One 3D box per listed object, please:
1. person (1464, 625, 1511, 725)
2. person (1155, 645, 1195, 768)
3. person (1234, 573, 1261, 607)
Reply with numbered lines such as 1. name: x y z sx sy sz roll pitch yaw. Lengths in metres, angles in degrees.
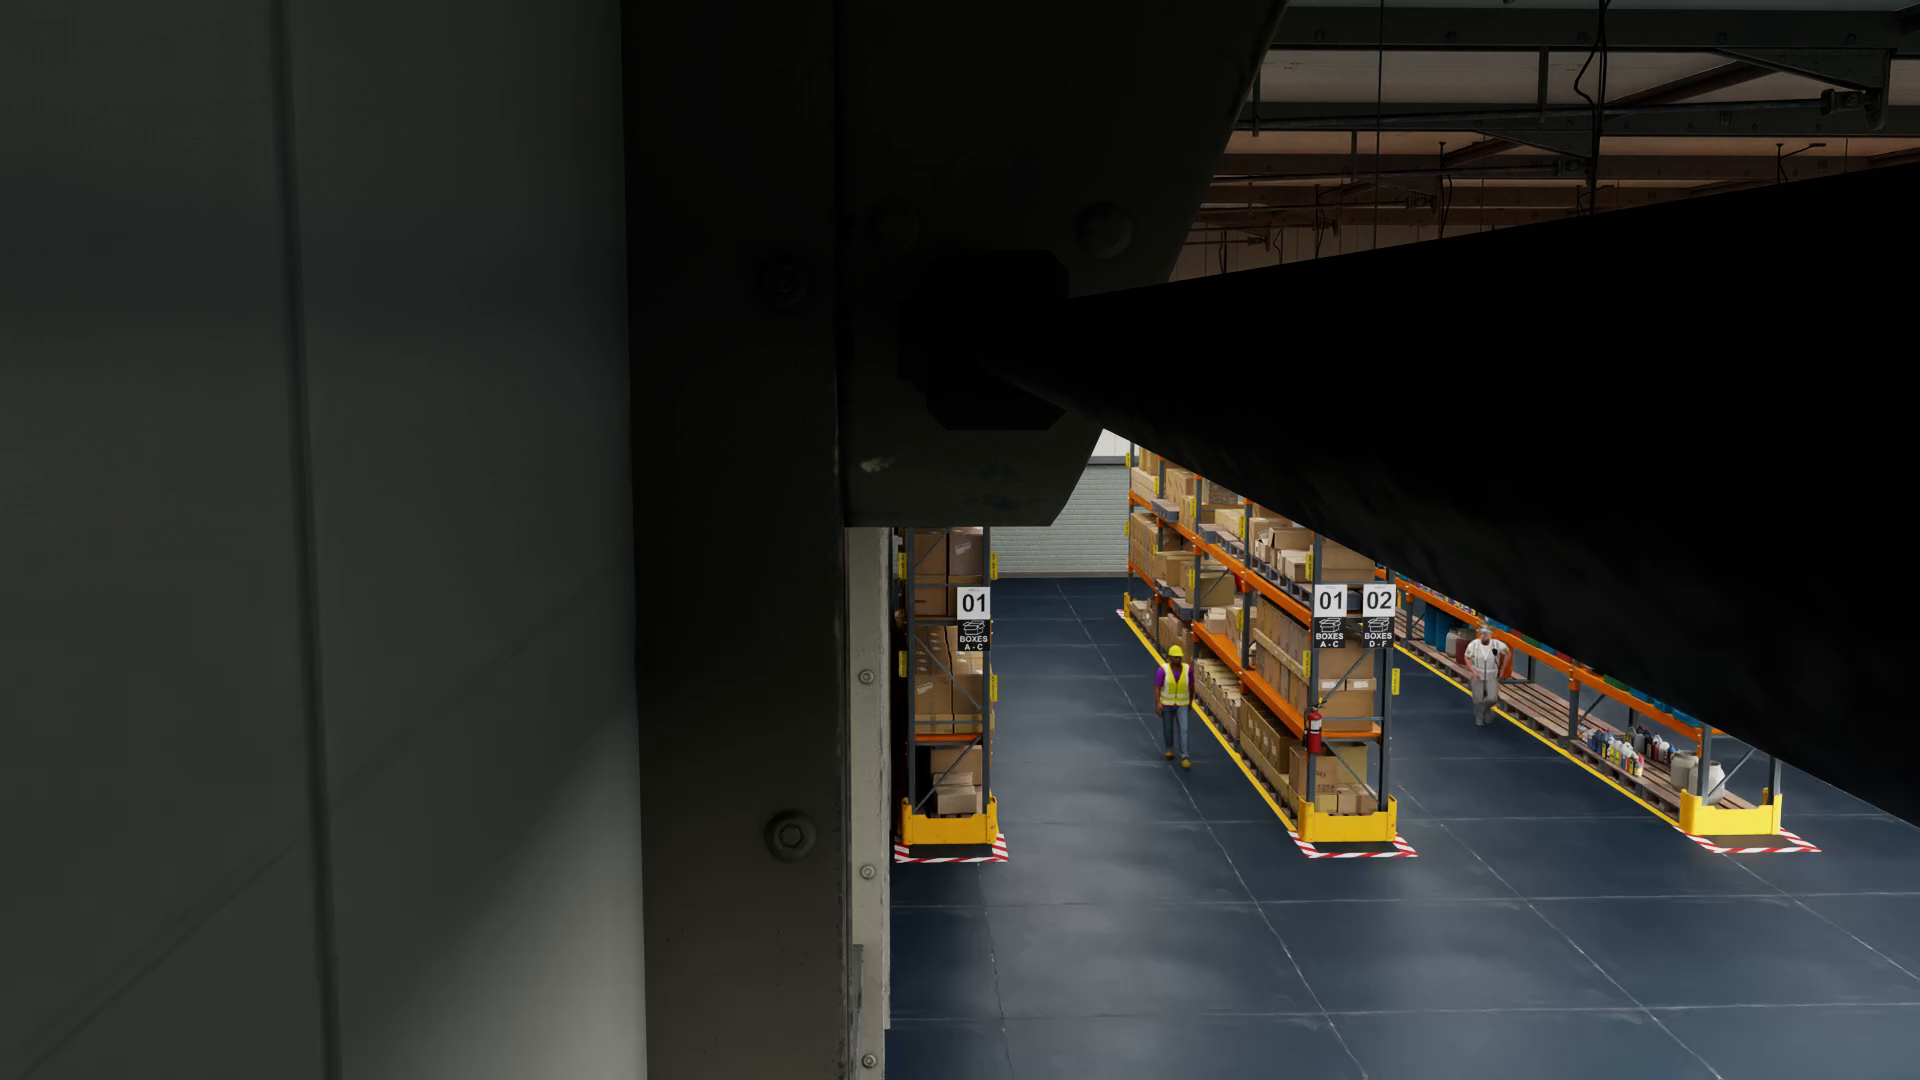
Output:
1. person: 8.345 2.132 26.342 0.717 1.689 0.712 1 7 10
2. person: 3.108 2.380 24.040 0.593 1.707 1.011 0 7 3
3. person: 5.817 1.171 33.730 0.570 1.655 1.074 0 7 -1
